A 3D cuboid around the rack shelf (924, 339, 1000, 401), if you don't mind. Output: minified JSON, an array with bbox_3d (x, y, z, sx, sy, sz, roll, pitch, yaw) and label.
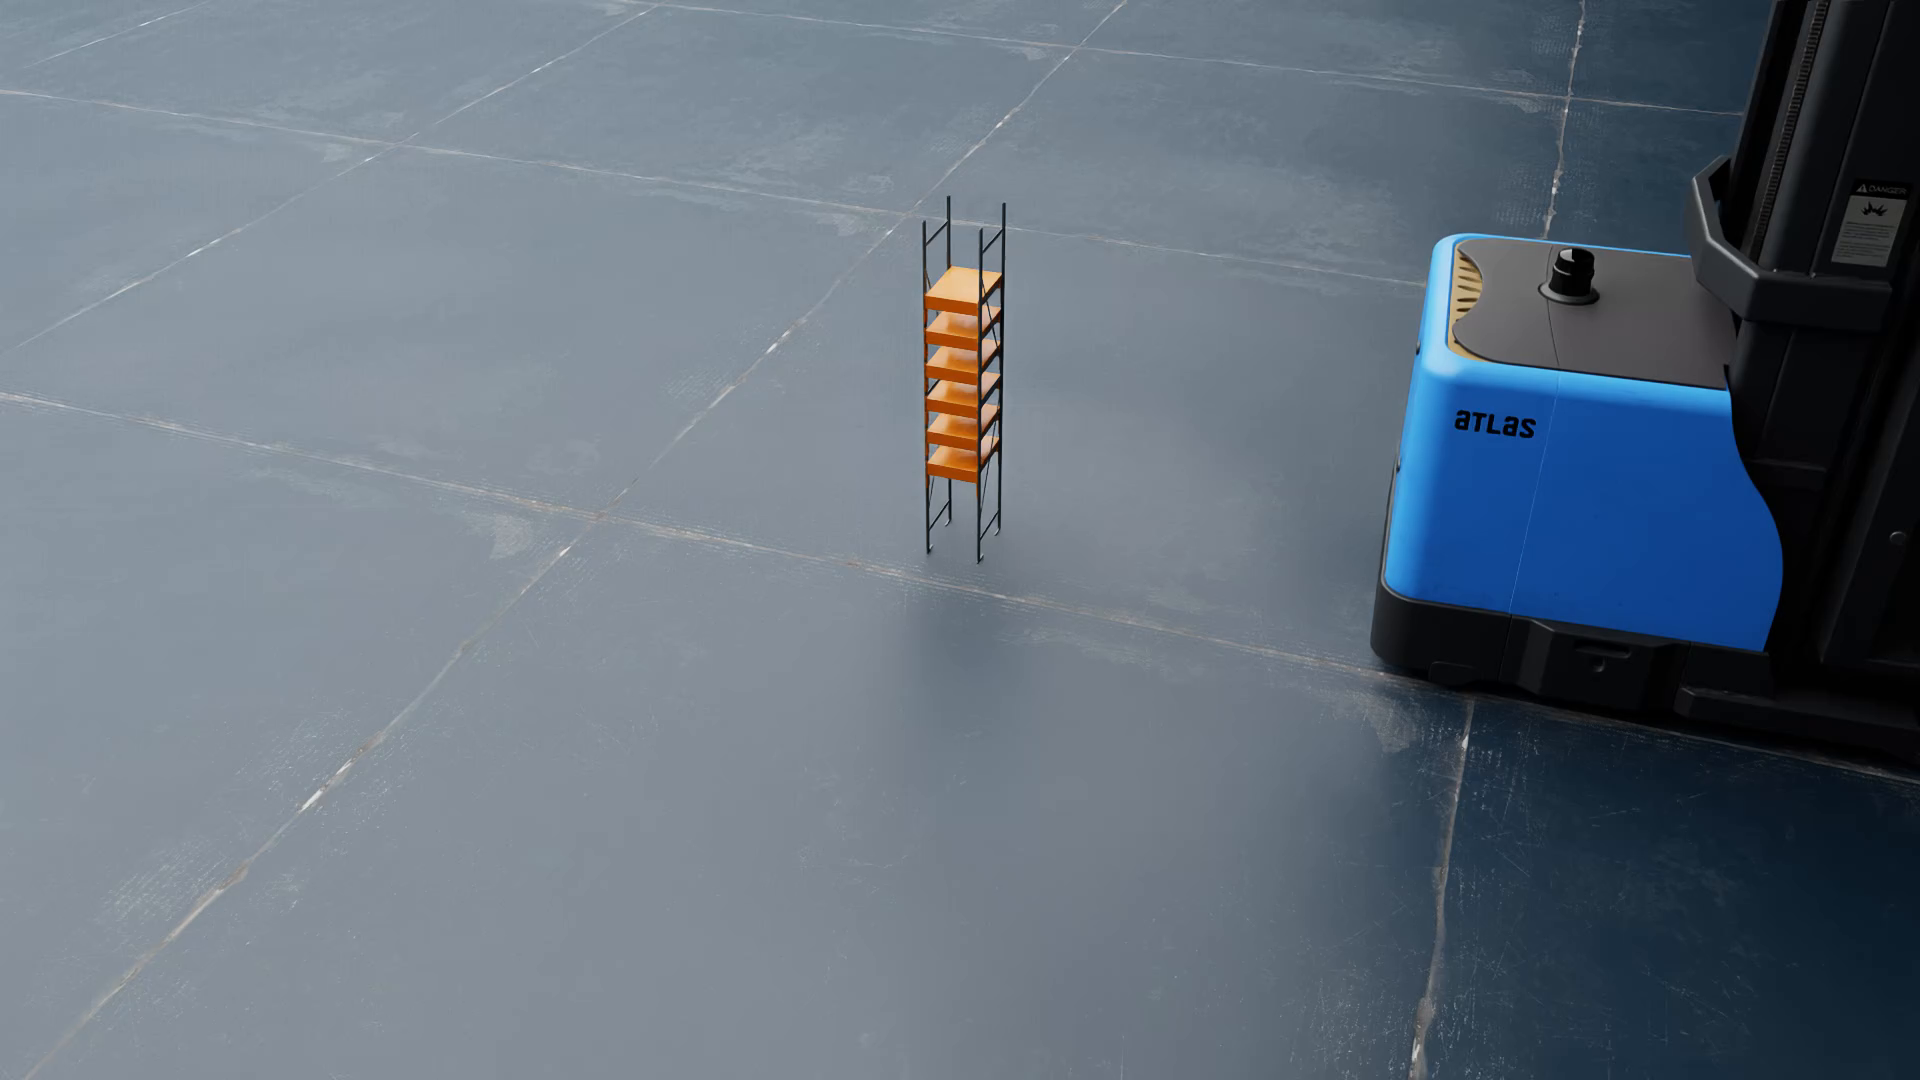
[{"bbox_3d":[0.014,-0.565,5.379,0.180,0.103,0.258,11,34,16],"label":"rack shelf"}]

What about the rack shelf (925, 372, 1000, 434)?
[{"bbox_3d":[0.014,-0.464,5.445,0.180,0.103,0.258,11,34,16],"label":"rack shelf"}]

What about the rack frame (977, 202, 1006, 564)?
[{"bbox_3d":[0.100,-0.485,5.395,0.006,1.200,0.240,11,34,16],"label":"rack frame"}]

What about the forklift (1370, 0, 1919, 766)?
[{"bbox_3d":[2.838,-0.853,4.369,3.031,2.935,1.130,9,34,13],"label":"forklift"}]

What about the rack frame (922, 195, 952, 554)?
[{"bbox_3d":[-0.073,-0.518,5.446,0.006,1.200,0.240,11,34,16],"label":"rack frame"}]

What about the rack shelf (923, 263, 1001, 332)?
[{"bbox_3d":[0.014,-0.767,5.249,0.180,0.103,0.258,11,34,16],"label":"rack shelf"}]

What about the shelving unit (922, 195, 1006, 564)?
[{"bbox_3d":[0.014,-0.501,5.420,0.189,1.200,0.258,11,34,16],"label":"shelving unit"}]

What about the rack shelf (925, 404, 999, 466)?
[{"bbox_3d":[0.014,-0.363,5.510,0.180,0.103,0.258,11,34,16],"label":"rack shelf"}]

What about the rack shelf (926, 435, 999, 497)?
[{"bbox_3d":[0.014,-0.262,5.575,0.180,0.103,0.258,11,34,16],"label":"rack shelf"}]

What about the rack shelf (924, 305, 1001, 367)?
[{"bbox_3d":[0.014,-0.666,5.314,0.180,0.103,0.258,11,34,16],"label":"rack shelf"}]
